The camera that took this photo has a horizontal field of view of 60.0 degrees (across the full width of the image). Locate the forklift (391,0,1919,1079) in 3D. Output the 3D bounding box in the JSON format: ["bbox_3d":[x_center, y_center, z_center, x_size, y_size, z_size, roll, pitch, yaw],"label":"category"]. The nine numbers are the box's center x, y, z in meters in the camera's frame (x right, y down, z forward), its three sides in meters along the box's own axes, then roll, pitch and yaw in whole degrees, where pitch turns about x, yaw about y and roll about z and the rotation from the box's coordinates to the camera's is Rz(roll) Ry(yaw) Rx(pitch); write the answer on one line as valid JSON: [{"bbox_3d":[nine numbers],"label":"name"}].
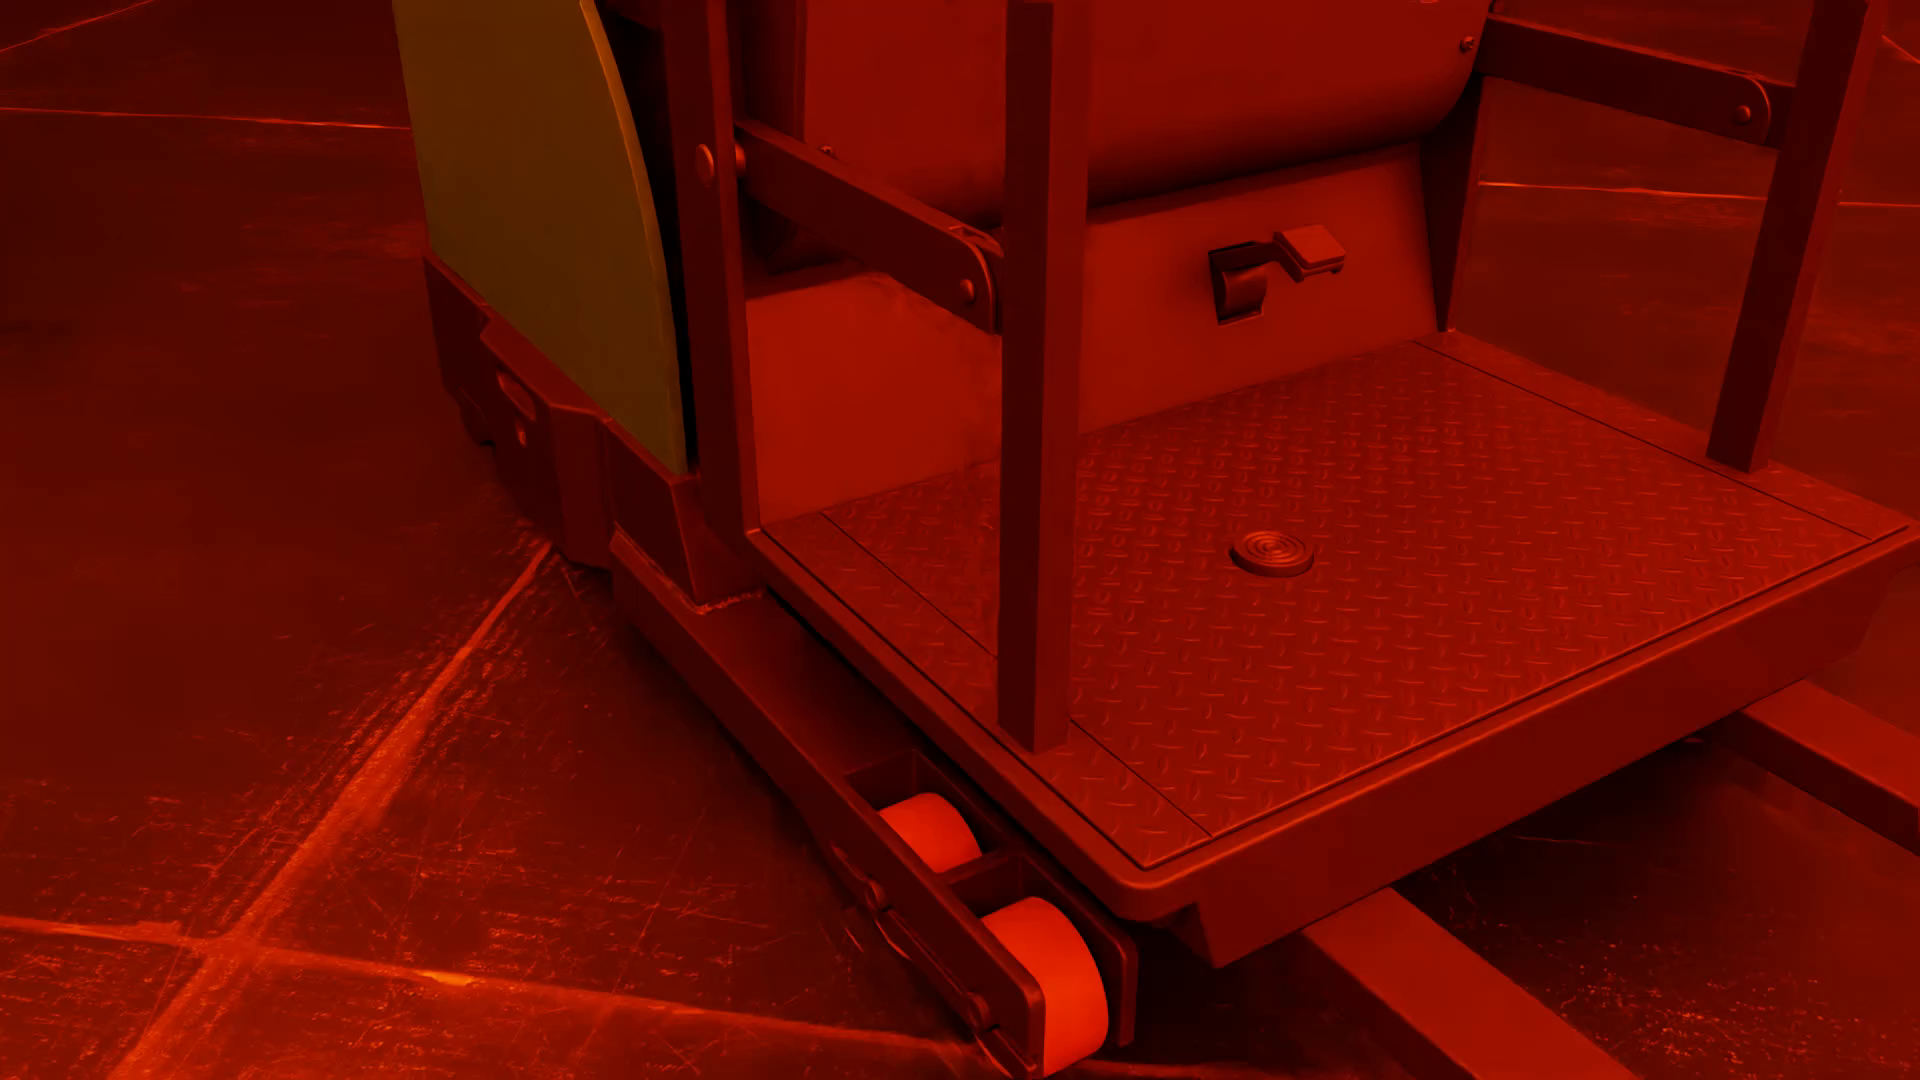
[{"bbox_3d":[0.334,-1.034,1.342,1.130,2.935,3.031,-17,33,-28],"label":"forklift"}]
